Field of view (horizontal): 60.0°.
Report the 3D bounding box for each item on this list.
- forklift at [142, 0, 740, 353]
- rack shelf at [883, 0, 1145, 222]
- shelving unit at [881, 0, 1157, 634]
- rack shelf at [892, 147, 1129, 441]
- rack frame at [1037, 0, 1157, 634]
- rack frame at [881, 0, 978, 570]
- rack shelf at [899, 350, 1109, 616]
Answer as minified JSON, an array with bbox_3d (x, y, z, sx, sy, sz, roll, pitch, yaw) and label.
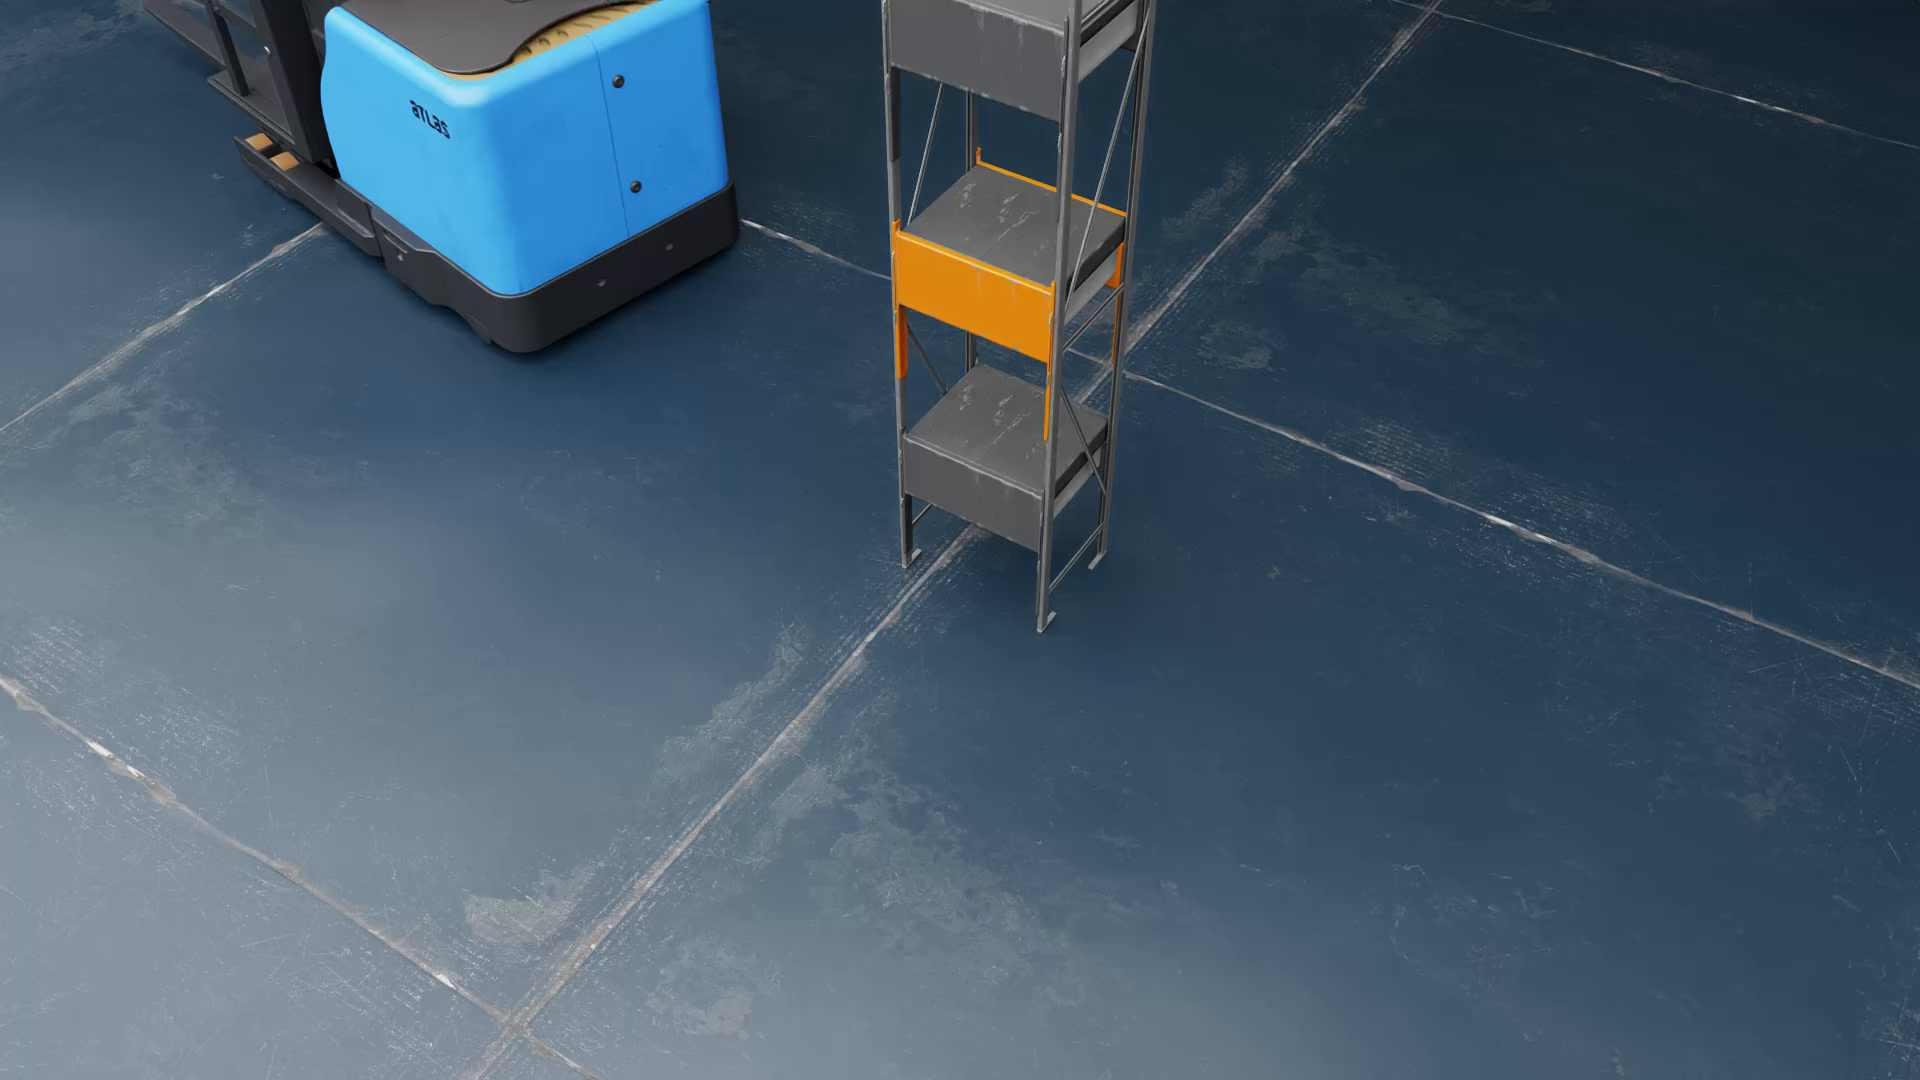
[{"bbox_3d":[-2.236,-2.618,5.751,3.031,2.935,1.130,35,55,29],"label":"forklift"},{"bbox_3d":[0.139,-1.146,3.942,0.480,0.518,0.431,25,51,22],"label":"rack shelf"},{"bbox_3d":[0.139,-0.668,4.435,0.503,2.100,0.431,25,51,22],"label":"shelving unit"},{"bbox_3d":[0.139,-0.658,4.444,0.480,0.518,0.431,25,51,22],"label":"rack shelf"},{"bbox_3d":[0.345,-0.573,4.343,0.015,2.100,0.400,25,51,22],"label":"rack frame"},{"bbox_3d":[-0.066,-0.762,4.526,0.015,2.100,0.400,25,51,22],"label":"rack frame"},{"bbox_3d":[0.139,-0.170,4.946,0.480,0.518,0.431,25,51,22],"label":"rack shelf"}]
